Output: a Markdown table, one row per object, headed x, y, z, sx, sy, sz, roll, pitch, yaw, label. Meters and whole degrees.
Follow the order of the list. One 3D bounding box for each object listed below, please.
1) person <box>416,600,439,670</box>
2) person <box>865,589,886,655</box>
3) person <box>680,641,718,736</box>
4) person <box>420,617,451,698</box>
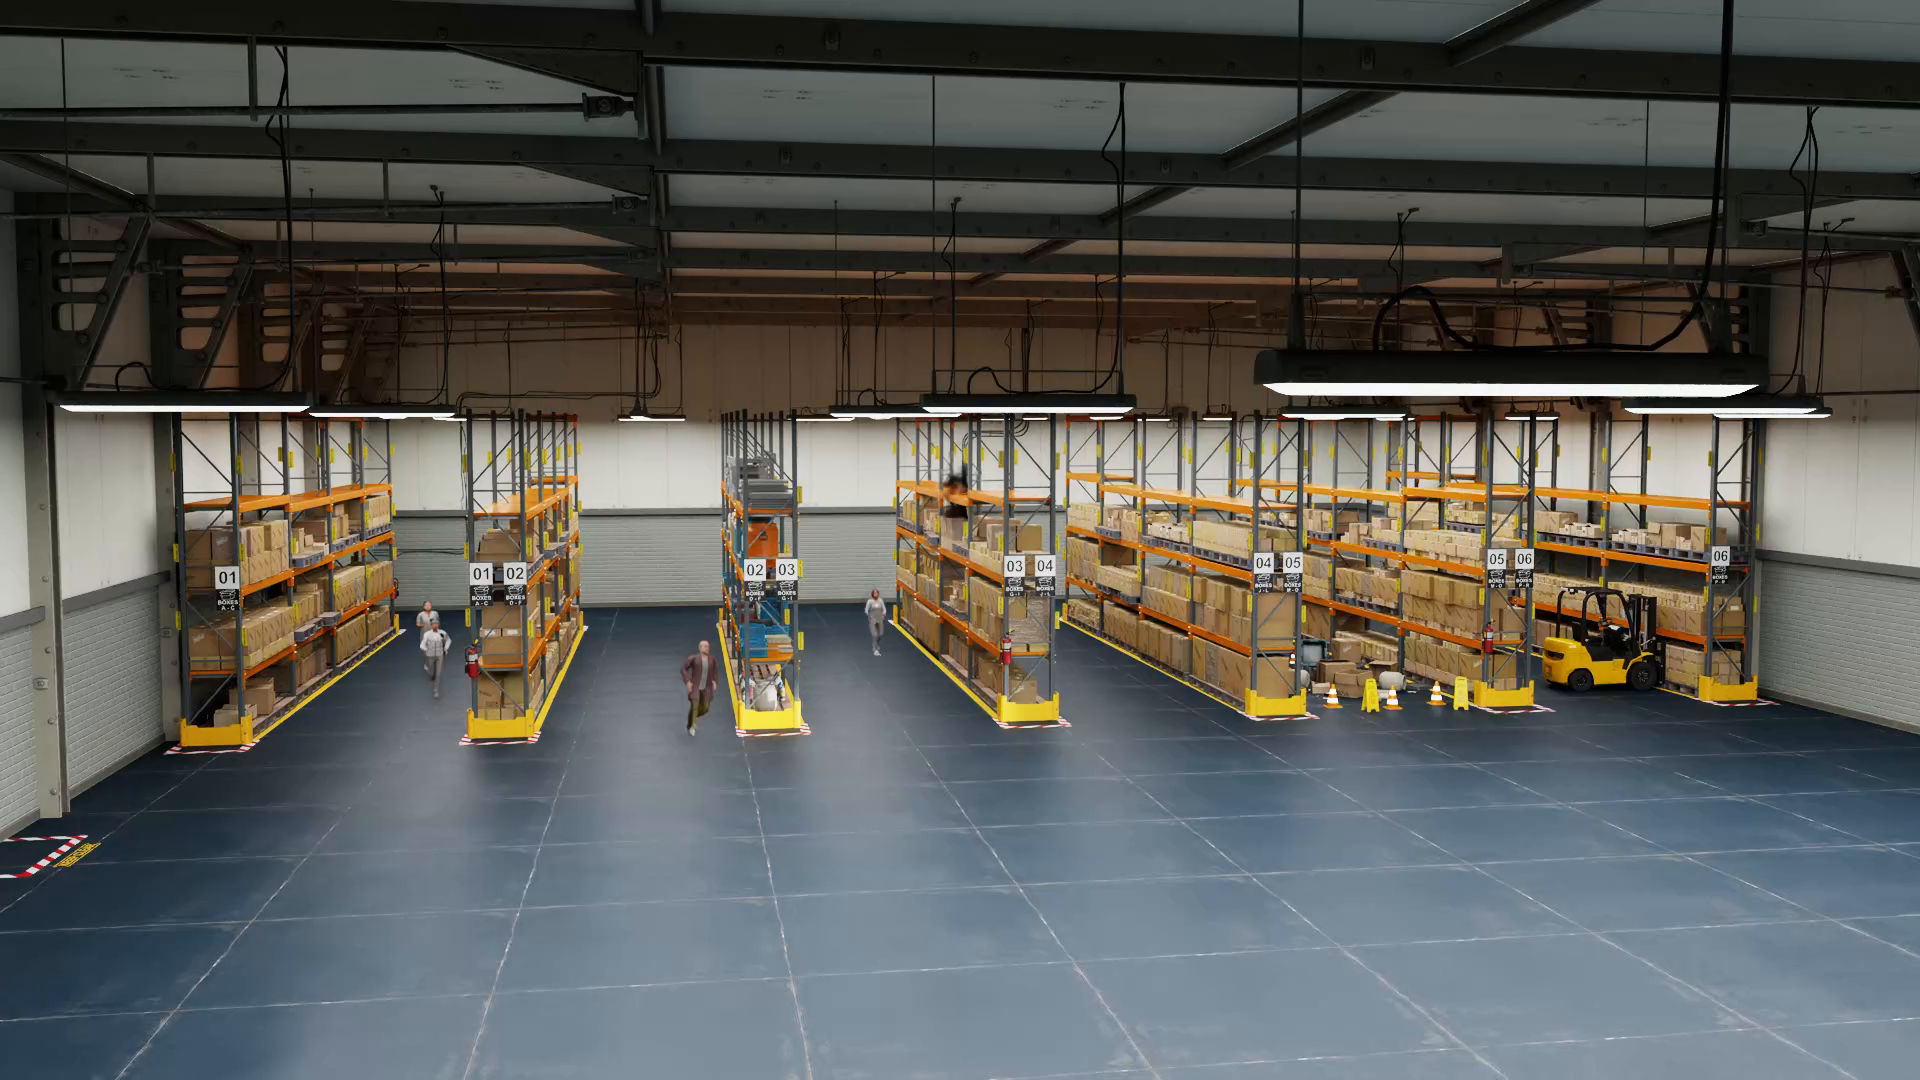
| x | y | z | sx | sy | sz | roll | pitch | yaw | label |
| --- | --- | --- | --- | --- | --- | --- | --- | --- | --- |
| -12.199 | 2.226 | 38.147 | 0.511 | 1.713 | 0.825 | -1 | 4 | -17 | person |
| -1.968 | 1.929 | 39.040 | 0.512 | 1.566 | 0.491 | -1 | 4 | -15 | person |
| -4.815 | 2.727 | 30.829 | 0.758 | 1.716 | 0.588 | -2 | 5 | -29 | person |
| -10.983 | 2.442 | 34.861 | 0.618 | 1.669 | 0.890 | -1 | 4 | -19 | person |
